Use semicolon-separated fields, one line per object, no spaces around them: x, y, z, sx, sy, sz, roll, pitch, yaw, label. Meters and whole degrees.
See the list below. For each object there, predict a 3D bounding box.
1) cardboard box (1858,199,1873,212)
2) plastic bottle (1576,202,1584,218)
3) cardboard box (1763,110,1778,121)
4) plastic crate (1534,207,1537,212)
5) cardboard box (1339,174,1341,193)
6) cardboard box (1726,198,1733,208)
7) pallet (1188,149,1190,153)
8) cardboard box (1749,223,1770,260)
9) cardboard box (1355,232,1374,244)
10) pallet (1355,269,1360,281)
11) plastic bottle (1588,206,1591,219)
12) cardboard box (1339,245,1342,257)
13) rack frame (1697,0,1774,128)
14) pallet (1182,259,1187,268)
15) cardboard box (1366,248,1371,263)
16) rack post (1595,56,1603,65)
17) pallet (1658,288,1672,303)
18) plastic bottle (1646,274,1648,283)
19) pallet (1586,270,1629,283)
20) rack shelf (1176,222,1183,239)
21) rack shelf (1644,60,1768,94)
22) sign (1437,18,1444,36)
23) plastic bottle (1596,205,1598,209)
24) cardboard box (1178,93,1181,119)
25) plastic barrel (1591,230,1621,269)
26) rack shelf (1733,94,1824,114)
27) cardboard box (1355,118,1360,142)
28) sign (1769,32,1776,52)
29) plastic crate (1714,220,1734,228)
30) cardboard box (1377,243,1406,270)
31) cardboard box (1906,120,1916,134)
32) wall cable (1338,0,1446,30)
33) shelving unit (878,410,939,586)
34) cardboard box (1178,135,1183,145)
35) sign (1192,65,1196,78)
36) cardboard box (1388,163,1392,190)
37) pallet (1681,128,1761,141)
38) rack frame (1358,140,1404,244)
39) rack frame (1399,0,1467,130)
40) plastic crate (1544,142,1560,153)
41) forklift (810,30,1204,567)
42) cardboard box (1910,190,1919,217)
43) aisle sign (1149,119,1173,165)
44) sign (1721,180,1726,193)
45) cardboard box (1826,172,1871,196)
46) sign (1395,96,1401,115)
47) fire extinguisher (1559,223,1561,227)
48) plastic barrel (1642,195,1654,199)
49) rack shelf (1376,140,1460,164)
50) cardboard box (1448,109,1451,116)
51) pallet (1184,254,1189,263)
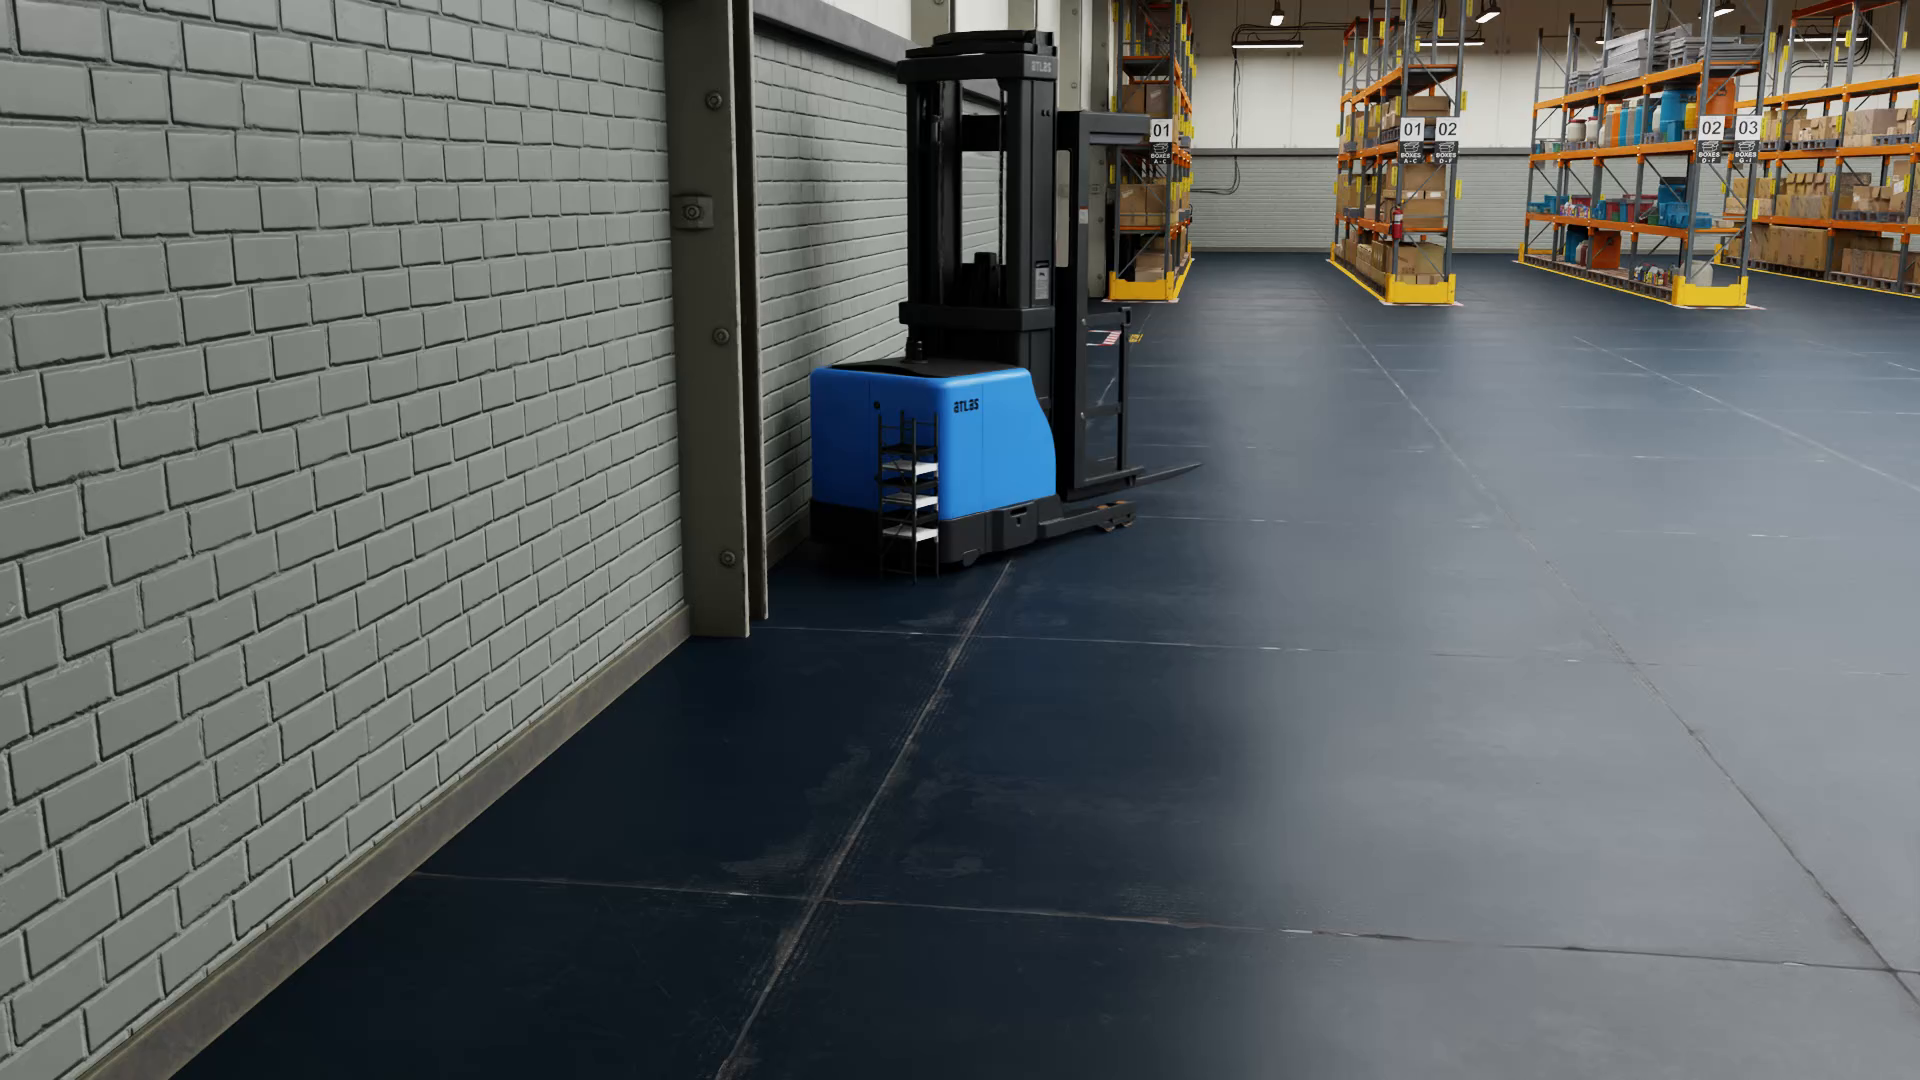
18.735;-6.848;34.008;0.500;0.250;0.500;2;12;7;cardboard box
14.209;-7.561;38.077;0.144;0.351;0.185;2;12;9;plastic bottle
20.130;-10.438;40.938;0.500;0.250;0.500;1;12;7;cardboard box
14.958;-8.538;42.972;0.250;0.136;0.298;2;12;9;plastic crate
10.261;-9.389;43.830;0.500;0.500;0.500;2;12;9;cardboard box
20.110;-8.704;42.909;0.500;0.250;0.500;2;12;7;cardboard box
5.479;-10.218;43.375;1.003;0.211;1.213;2;12;9;pallet
20.155;-7.379;41.158;0.875;0.875;0.875;2;12;9;cardboard box
9.349;-6.953;38.245;0.500;0.250;0.500;2;12;11;cardboard box
9.267;-5.846;36.618;1.003;0.211;1.213;2;12;9;pallet
13.967;-7.259;36.832;0.061;0.283;0.133;2;12;9;plastic bottle
9.970;-7.396;42.531;0.500;0.311;0.500;2;12;9;cardboard box
13.096;-8.485;28.006;1.000;3.000;0.127;2;12;9;rack frame
5.108;-6.845;41.255;1.003;0.211;1.213;2;12;9;pallet
8.670;-5.884;34.374;0.500;0.311;0.500;2;12;10;cardboard box
14.350;-10.568;36.446;0.624;0.289;0.986;2;12;9;rack post
13.192;-4.376;29.796;1.003;0.211;1.213;2;12;9;pallet
13.081;-4.980;31.580;0.097;0.201;0.097;0;12;0;plastic bottle
14.169;-5.695;35.916;1.003;0.211;1.213;2;12;9;pallet
4.230;-6.771;35.998;1.077;0.370;4.000;2;12;9;rack shelf
13.404;-8.354;30.055;1.077;0.370;4.000;2;12;9;rack shelf
9.362;-9.990;32.395;0.100;0.325;0.005;2;12;9;sign
14.941;-7.714;38.974;0.097;0.271;0.097;0;12;0;plastic bottle
4.039;-8.492;32.498;0.500;0.500;0.500;3;12;12;cardboard box
14.385;-6.465;37.024;0.600;0.830;0.708;2;12;9;plastic barrel
20.143;-10.692;40.902;1.077;0.370;4.000;2;12;9;rack shelf
9.898;-9.879;40.120;0.600;0.600;0.600;1;12;3;cardboard box
13.639;-8.364;27.941;0.100;0.325;0.005;2;12;9;sign
13.552;-5.599;29.481;0.298;0.136;0.250;2;12;9;plastic crate
8.208;-5.375;31.566;0.500;0.500;0.500;2;12;9;cardboard box
18.651;-8.029;32.334;0.396;0.266;0.258;2;12;11;cardboard box
12.722;-16.289;48.803;3.097;2.526;0.112;2;12;9;wall cable
-0.277;-0.229;8.920;0.258;0.900;0.210;8;15;34;shelving unit
4.693;-8.813;36.810;0.500;0.311;0.500;2;12;9;cardboard box
6.302;-12.612;44.748;0.100;0.325;0.005;2;12;9;sign
8.679;-7.032;32.185;0.700;0.500;0.500;2;12;9;cardboard box
13.320;-7.095;29.126;1.003;0.211;1.213;2;12;9;pallet
9.433;-7.379;37.113;1.000;3.000;0.127;2;12;9;rack frame
8.202;-8.646;28.754;1.000;3.000;0.127;2;12;9;rack frame
14.911;-9.840;41.694;0.437;0.282;0.530;2;12;9;plastic crate
0.453;-1.540;10.182;1.130;2.935;3.031;10;16;38;forklift
18.475;-6.327;31.289;0.875;0.500;0.500;2;12;9;cardboard box
3.592;-7.120;29.739;0.394;0.787;0.004;2;12;9;aisle sign
19.903;-9.204;43.337;0.100;0.325;0.005;2;12;9;sign
19.349;-7.748;36.208;0.797;0.503;0.637;2;12;11;cardboard box
7.668;-7.595;29.080;0.100;0.325;0.005;2;12;9;sign
16.029;-8.680;44.217;0.296;0.674;0.183;2;12;9;fire extinguisher
14.188;-6.796;34.087;0.433;0.535;0.433;0;12;0;plastic barrel
8.510;-7.245;31.078;1.077;0.370;4.000;2;12;9;rack shelf
8.728;-7.839;30.563;0.500;0.500;0.500;2;12;9;cardboard box
5.532;-7.419;43.917;1.003;0.211;1.213;2;12;9;pallet
